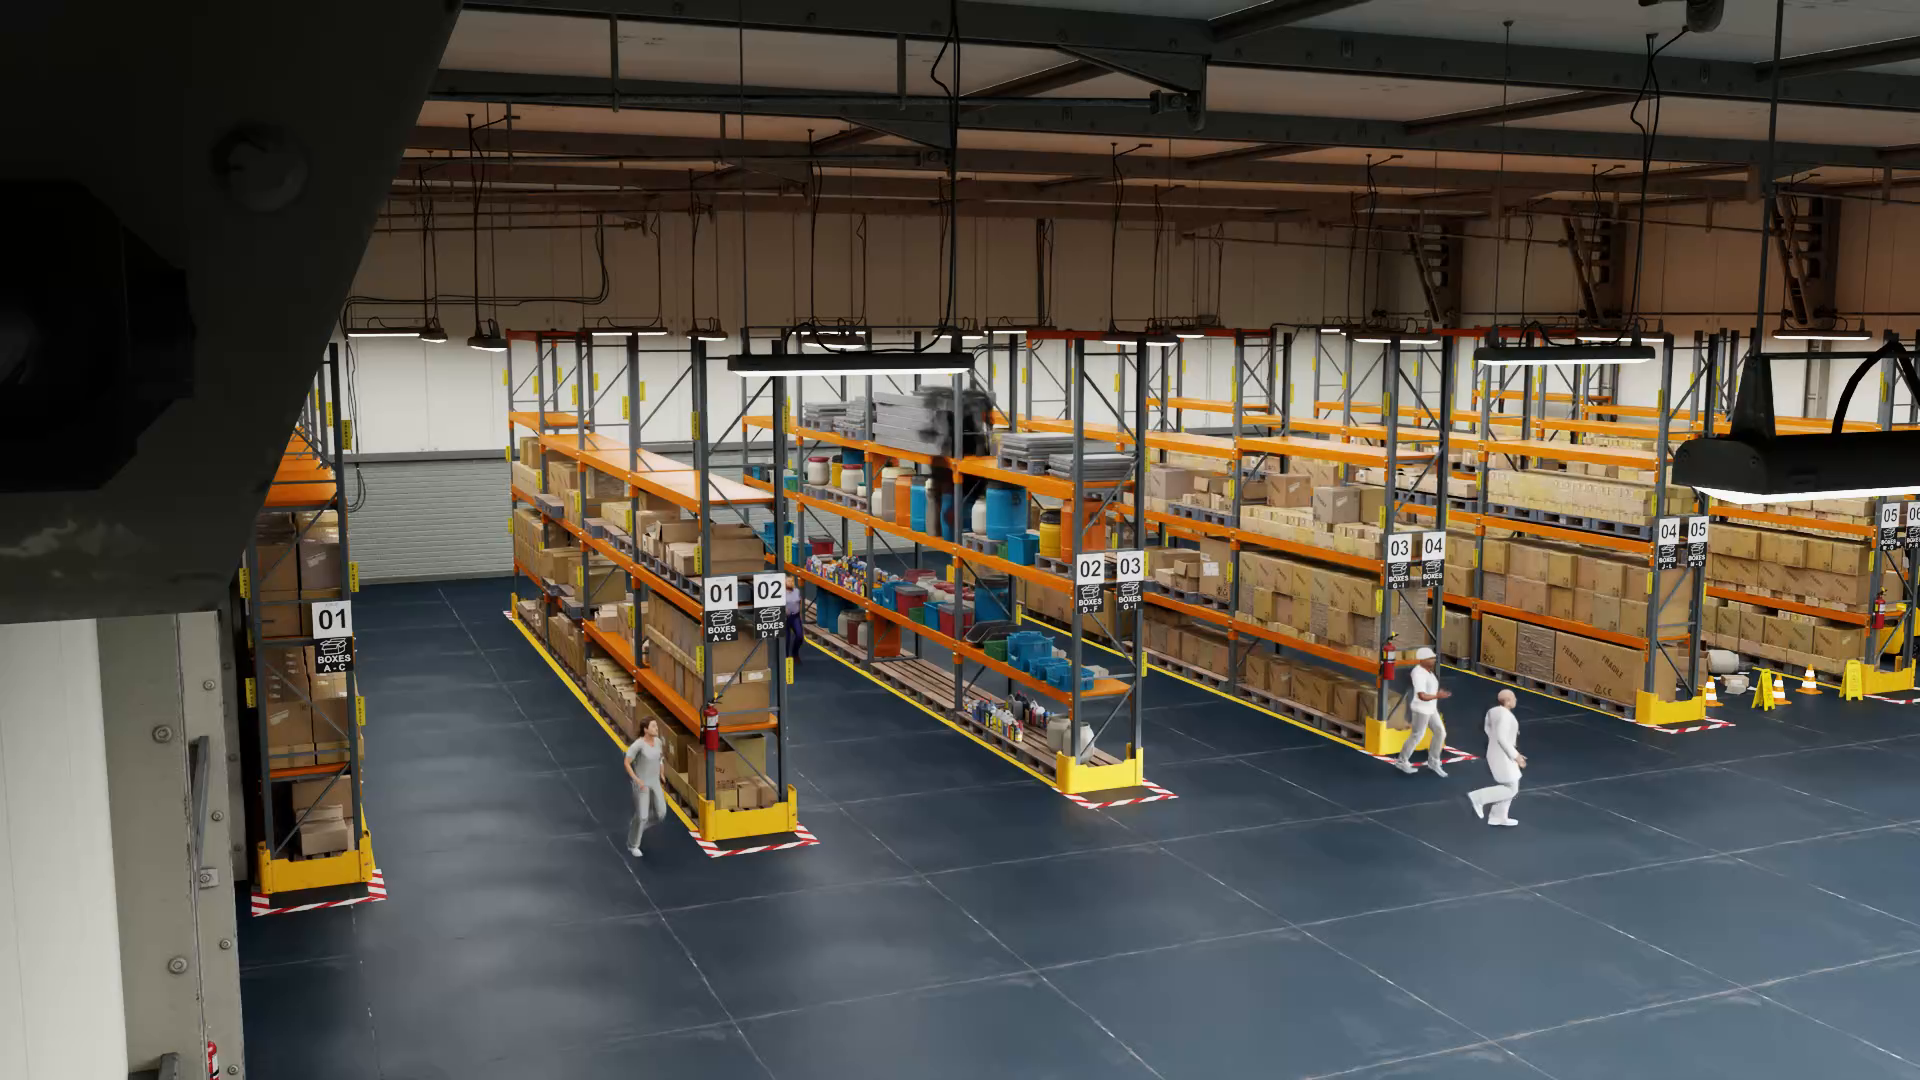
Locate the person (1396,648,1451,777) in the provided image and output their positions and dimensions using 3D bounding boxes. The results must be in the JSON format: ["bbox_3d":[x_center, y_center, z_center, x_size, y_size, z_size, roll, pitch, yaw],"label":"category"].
[{"bbox_3d":[6.368,2.366,22.770,0.723,1.818,0.717,4,9,28],"label":"person"}]

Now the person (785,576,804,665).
[{"bbox_3d":[-3.071,1.458,30.027,0.605,1.648,0.645,-4,9,-25],"label":"person"}]

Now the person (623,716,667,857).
[{"bbox_3d":[-3.686,2.899,19.640,0.533,1.604,0.606,7,10,41],"label":"person"}]

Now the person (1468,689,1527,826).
[{"bbox_3d":[6.620,2.694,20.574,0.672,1.727,0.695,0,8,2],"label":"person"}]
